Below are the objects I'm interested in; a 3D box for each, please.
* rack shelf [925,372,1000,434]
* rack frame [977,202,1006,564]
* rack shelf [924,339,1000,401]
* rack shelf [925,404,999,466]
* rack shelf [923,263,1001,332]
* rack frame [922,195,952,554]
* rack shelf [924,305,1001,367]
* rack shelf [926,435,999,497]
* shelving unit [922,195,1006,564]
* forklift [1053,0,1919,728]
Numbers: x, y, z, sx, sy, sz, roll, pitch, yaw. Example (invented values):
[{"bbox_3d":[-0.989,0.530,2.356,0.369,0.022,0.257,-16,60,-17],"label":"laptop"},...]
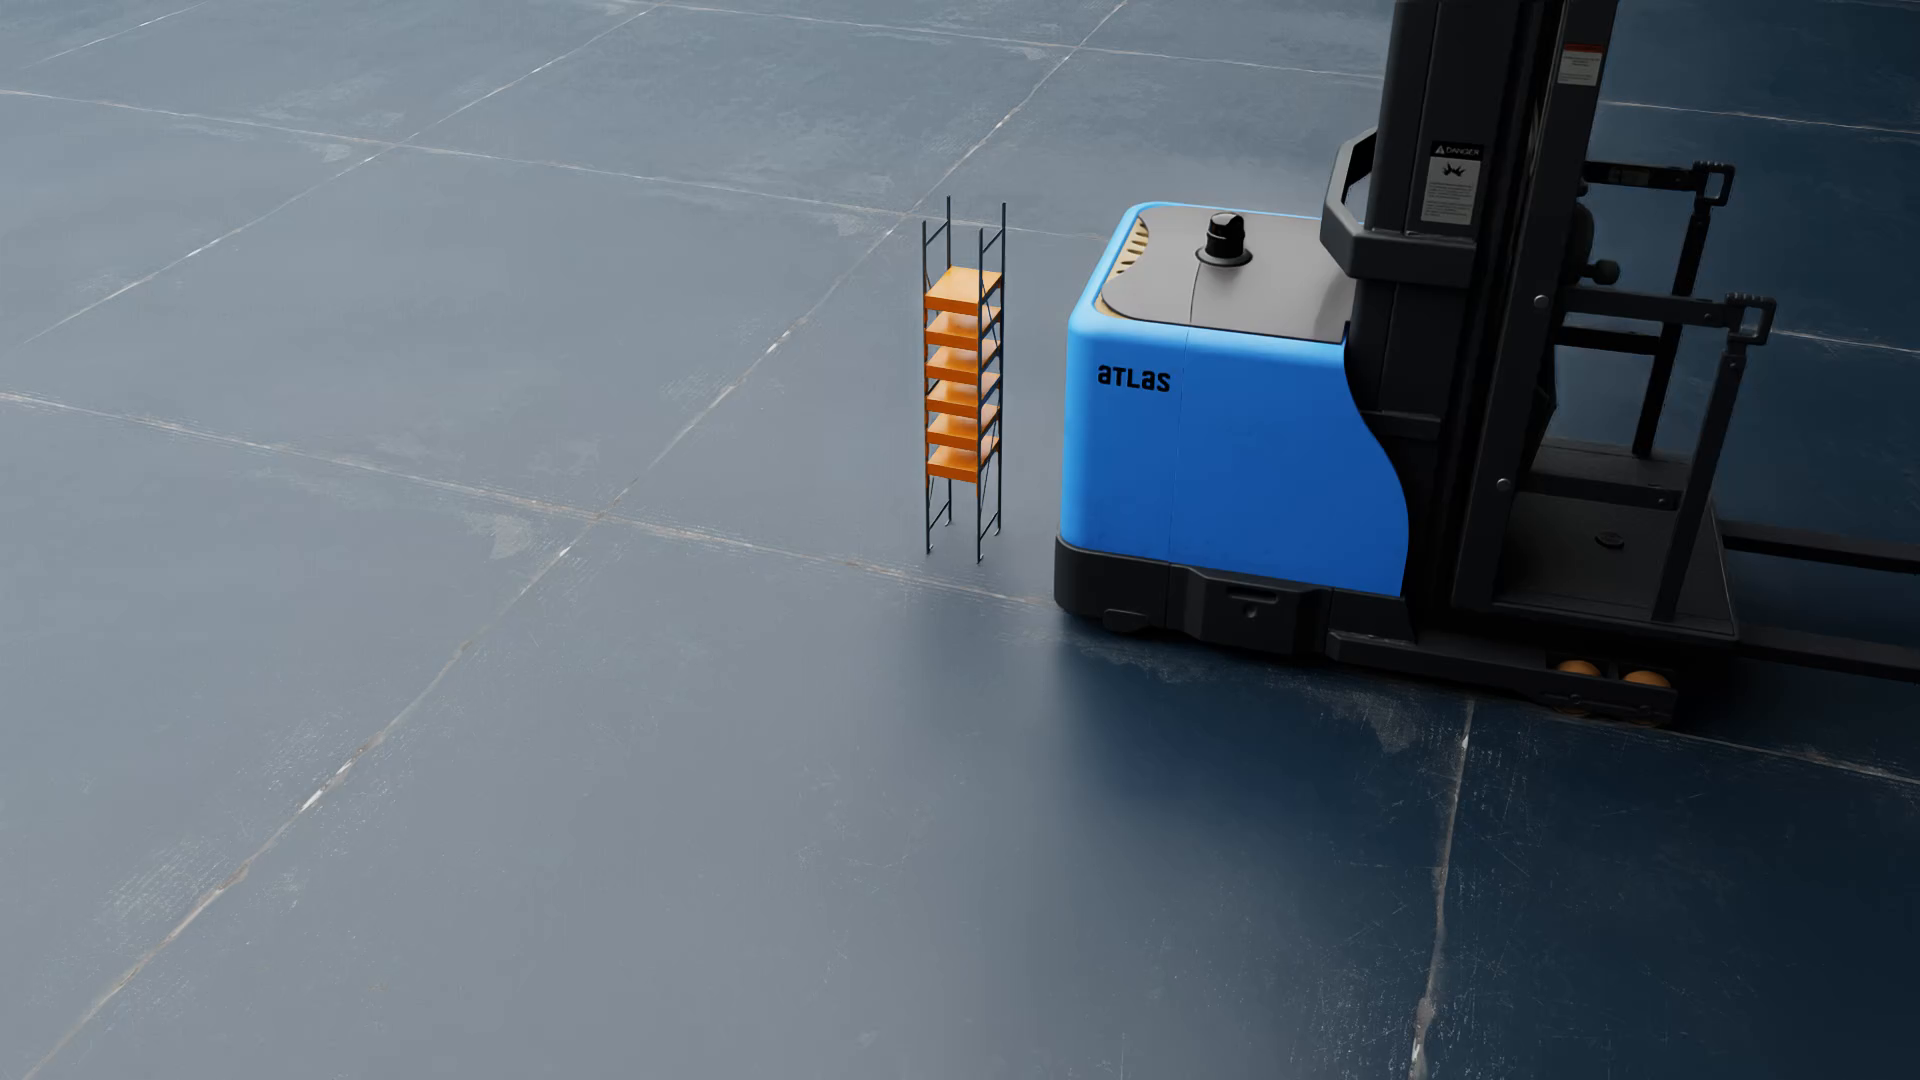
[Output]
[{"bbox_3d":[0.014,-0.464,5.445,0.180,0.103,0.258,11,34,16],"label":"rack shelf"},{"bbox_3d":[0.100,-0.485,5.395,0.006,1.200,0.240,11,34,16],"label":"rack frame"},{"bbox_3d":[0.014,-0.565,5.379,0.180,0.103,0.258,11,34,16],"label":"rack shelf"},{"bbox_3d":[0.014,-0.363,5.510,0.180,0.103,0.258,11,34,16],"label":"rack shelf"},{"bbox_3d":[0.014,-0.767,5.249,0.180,0.103,0.258,11,34,16],"label":"rack shelf"},{"bbox_3d":[-0.073,-0.518,5.446,0.006,1.200,0.240,11,34,16],"label":"rack frame"},{"bbox_3d":[0.014,-0.666,5.314,0.180,0.103,0.258,11,34,16],"label":"rack shelf"},{"bbox_3d":[0.014,-0.262,5.575,0.180,0.103,0.258,11,34,16],"label":"rack shelf"},{"bbox_3d":[0.014,-0.501,5.420,0.189,1.200,0.258,11,34,16],"label":"shelving unit"},{"bbox_3d":[1.875,-1.001,4.597,3.031,2.935,1.130,9,34,13],"label":"forklift"}]
